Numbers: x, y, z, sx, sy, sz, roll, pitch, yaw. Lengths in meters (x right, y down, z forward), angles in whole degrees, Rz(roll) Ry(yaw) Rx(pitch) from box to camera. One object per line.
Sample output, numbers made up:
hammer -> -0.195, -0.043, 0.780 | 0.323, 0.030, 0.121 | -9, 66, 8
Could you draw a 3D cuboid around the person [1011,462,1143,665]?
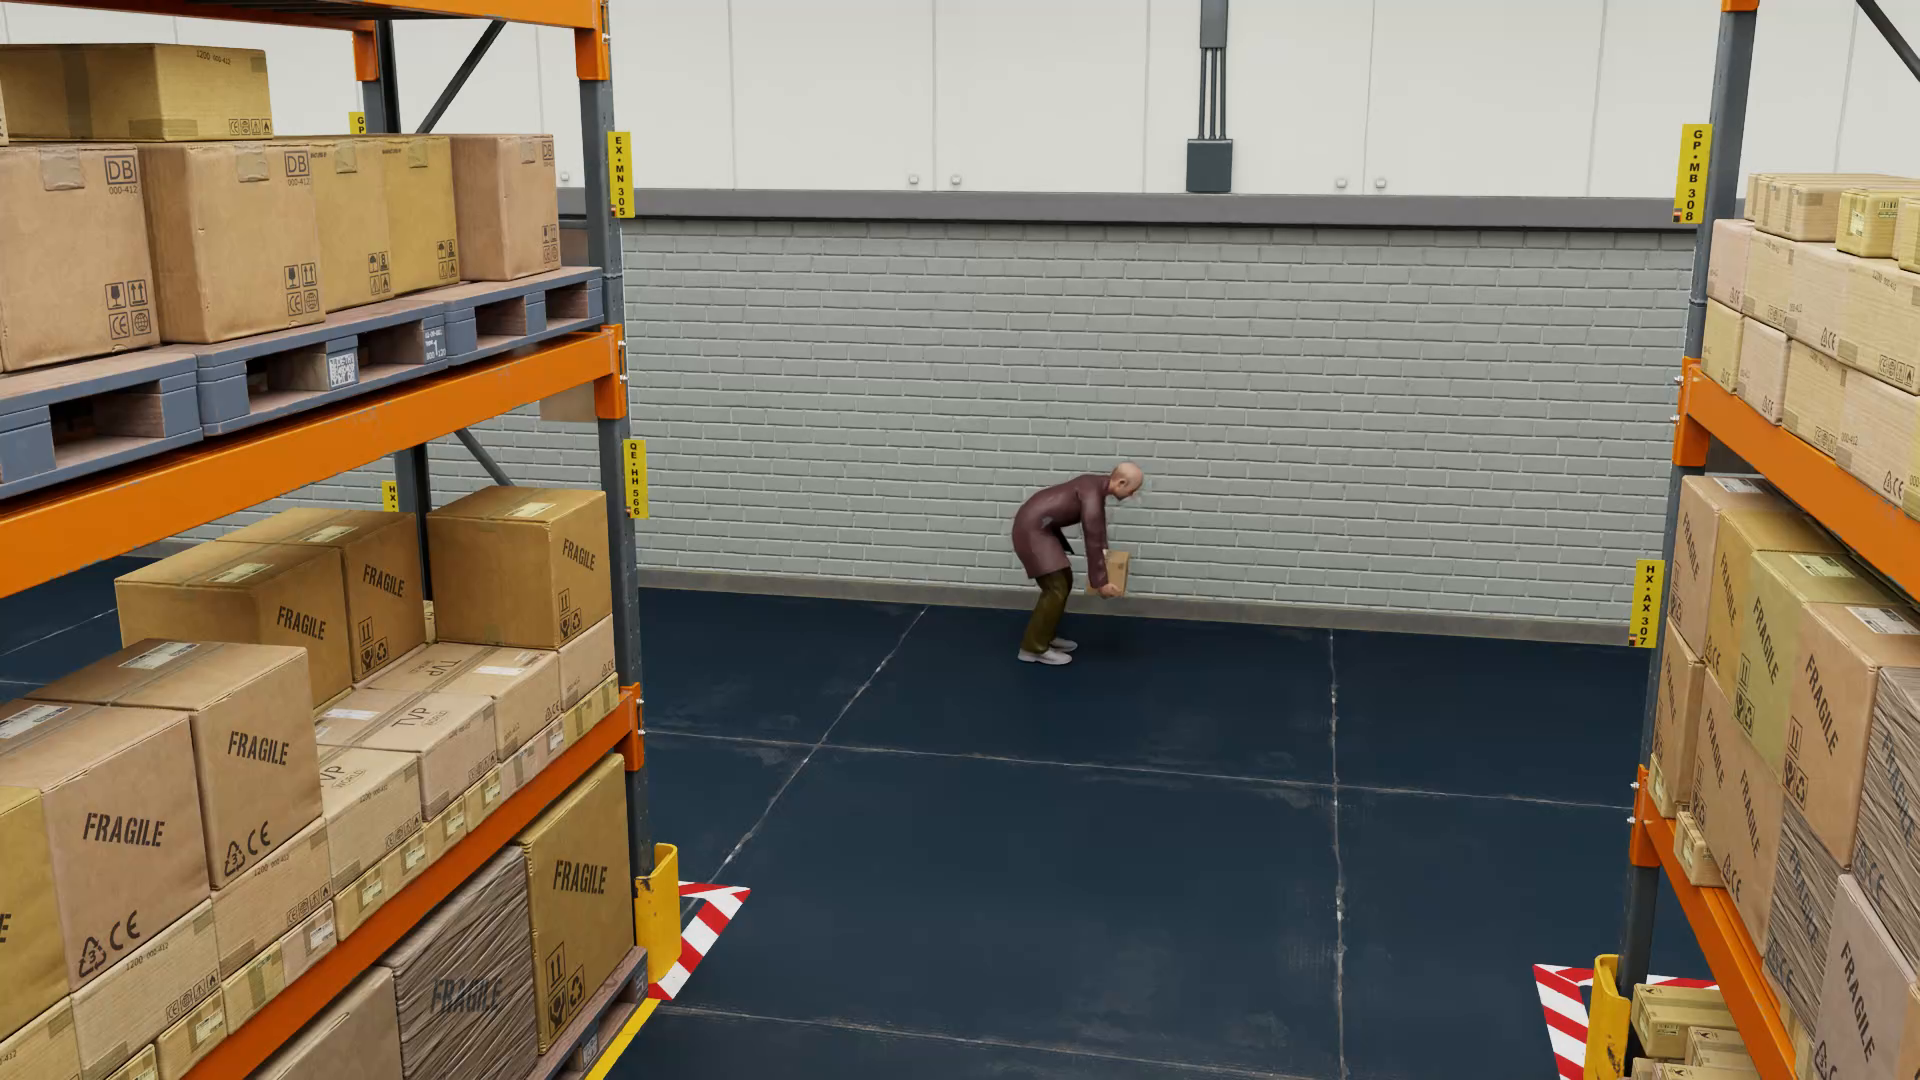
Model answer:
person -> 0.787, 0.144, 11.280 | 0.876, 1.382, 0.562 | 2, 15, 9
